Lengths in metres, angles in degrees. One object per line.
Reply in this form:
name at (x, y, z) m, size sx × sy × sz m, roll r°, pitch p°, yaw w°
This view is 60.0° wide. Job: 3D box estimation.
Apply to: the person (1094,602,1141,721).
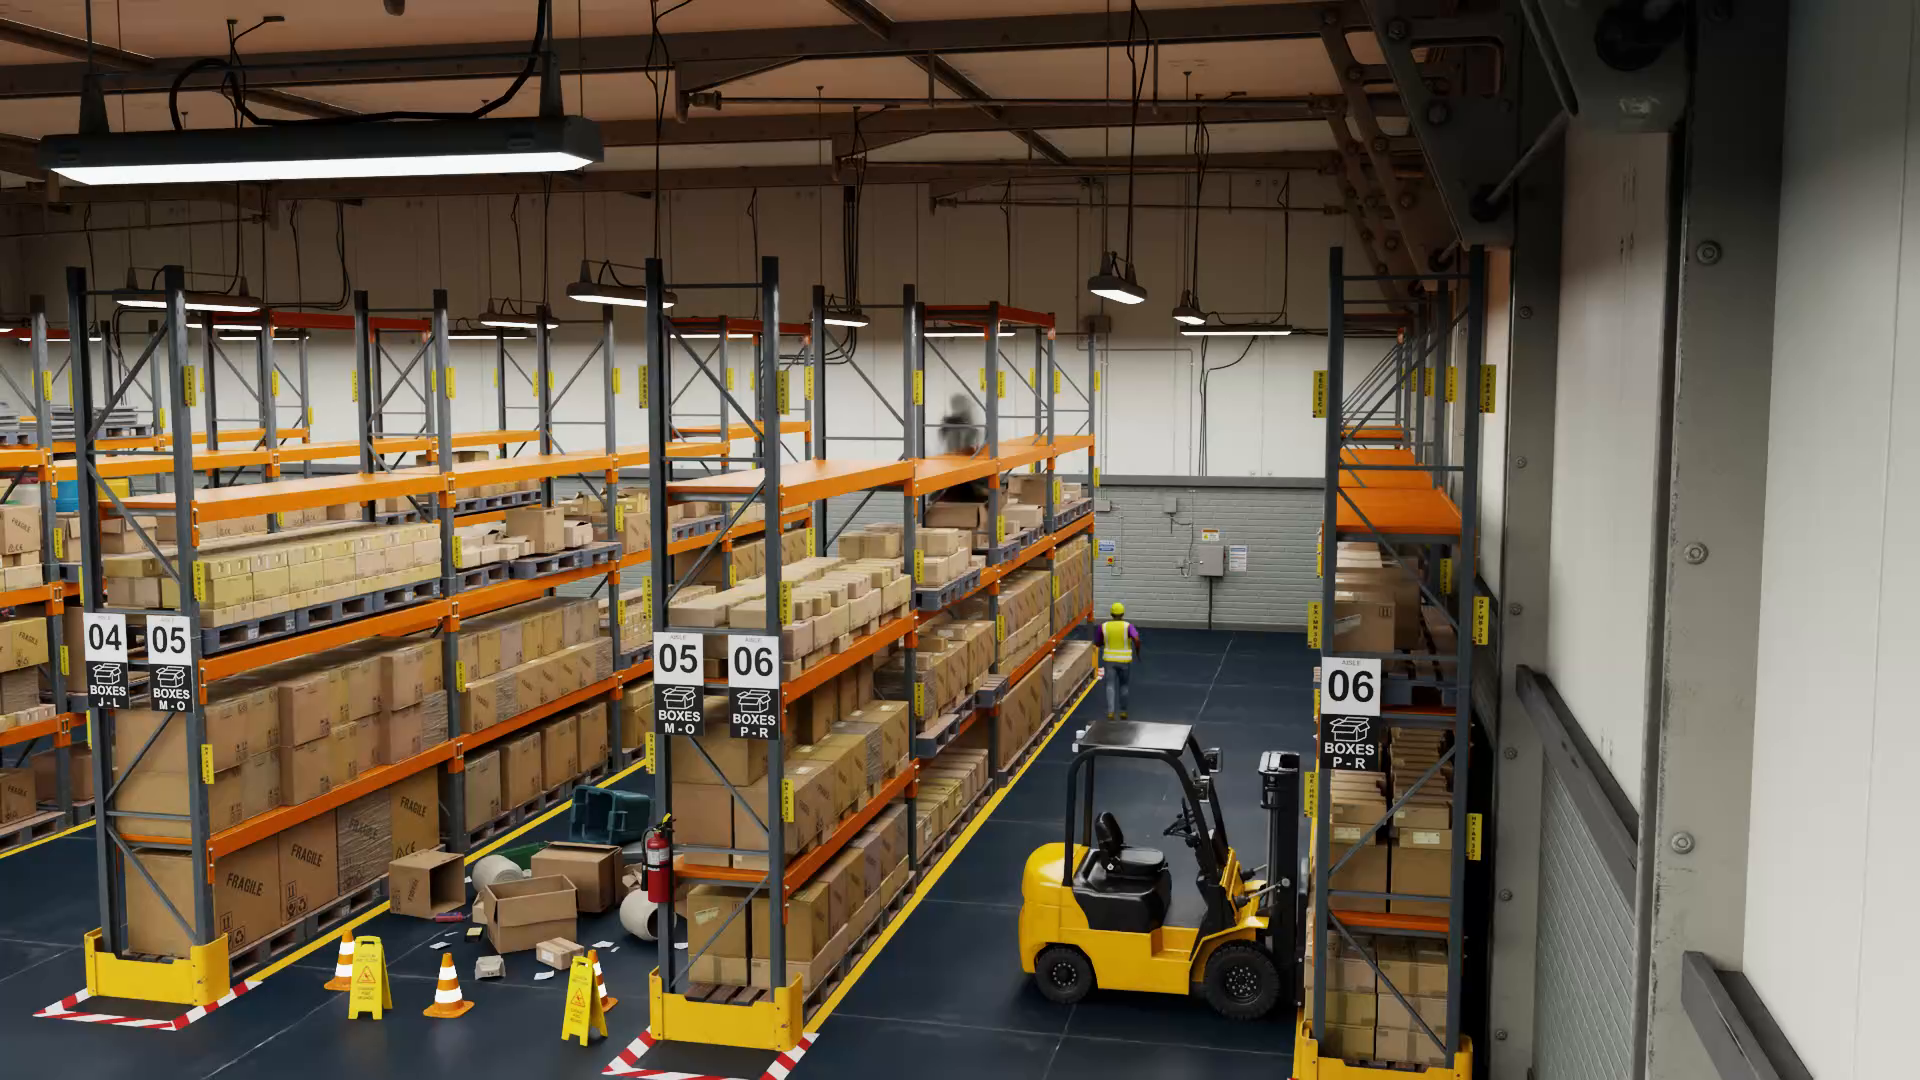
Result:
person at (2.308, 1.803, 24.377) m, size 0.685 × 1.797 × 0.903 m, roll 1°, pitch 6°, yaw 7°
